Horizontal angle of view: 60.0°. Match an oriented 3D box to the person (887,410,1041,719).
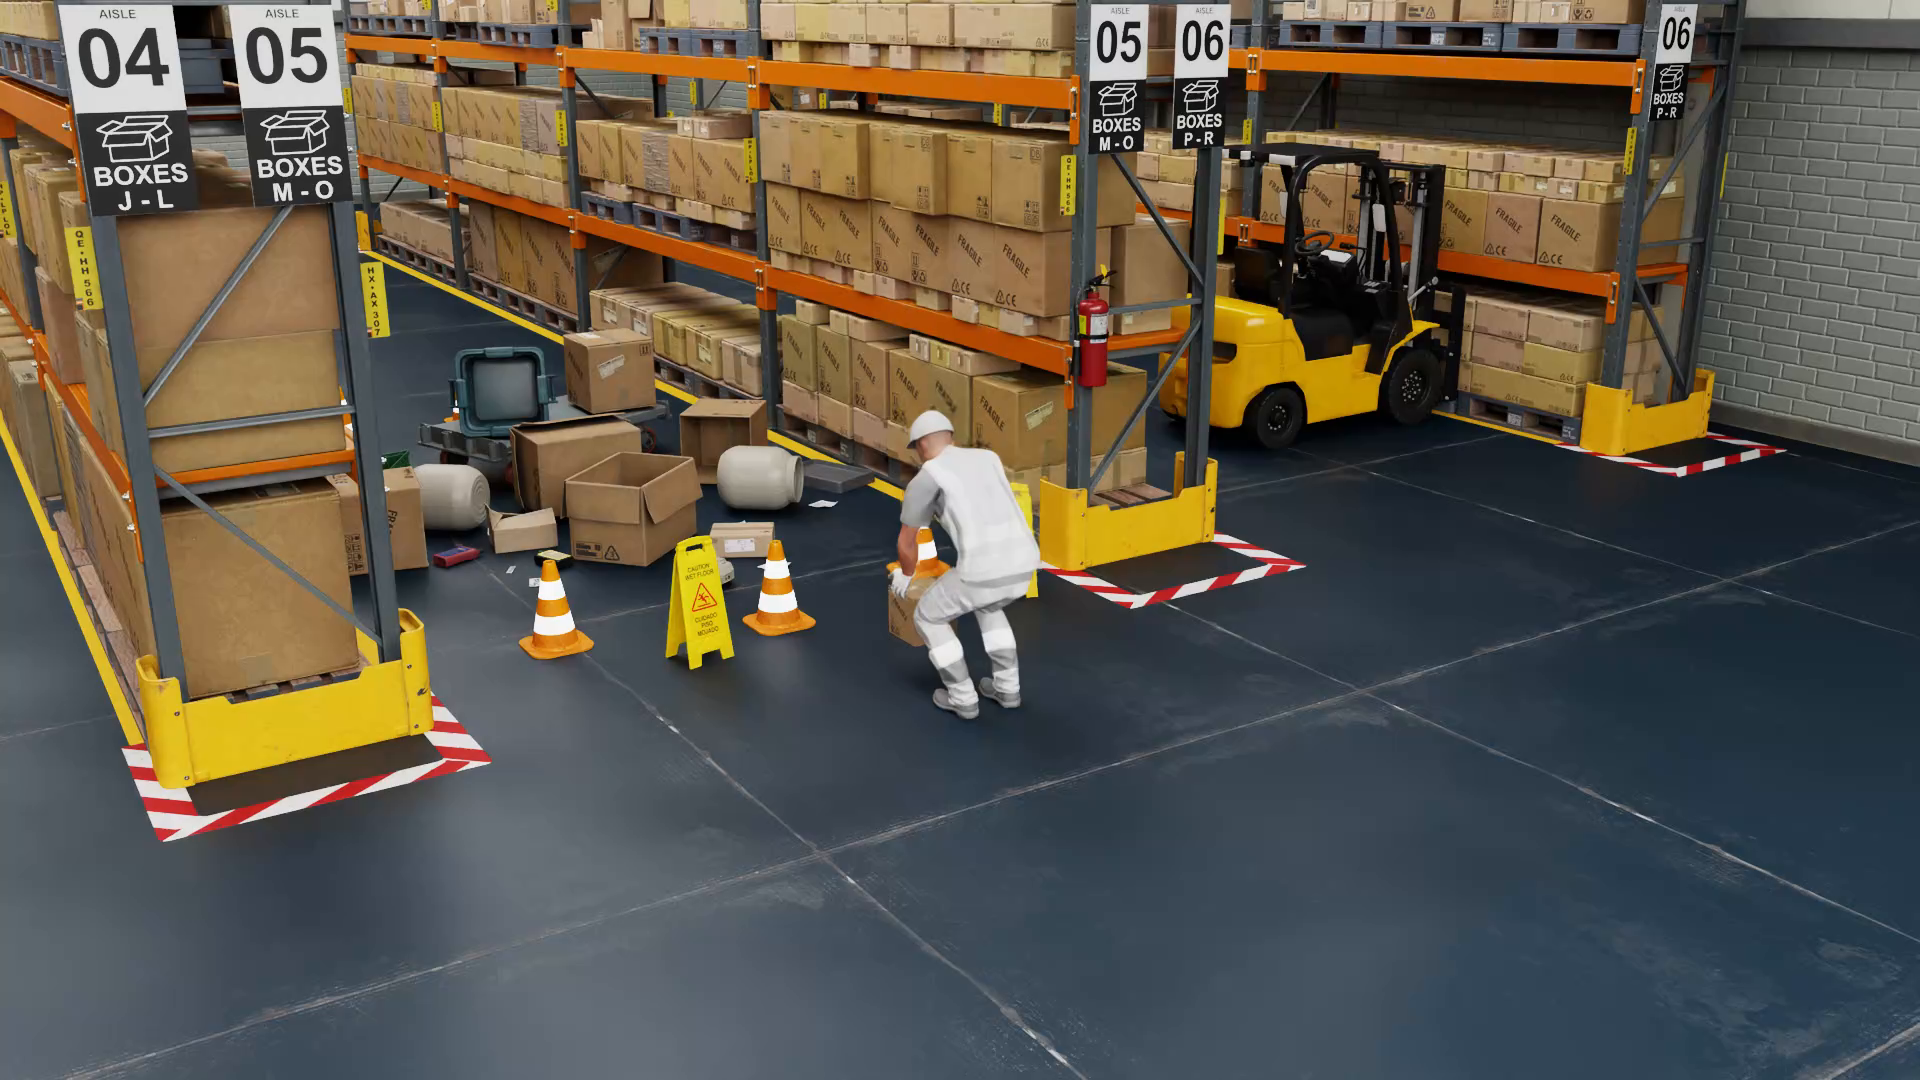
[{"bbox_3d":[0.010,0.119,7.808,0.584,1.384,0.780,-11,21,-31],"label":"person"}]
